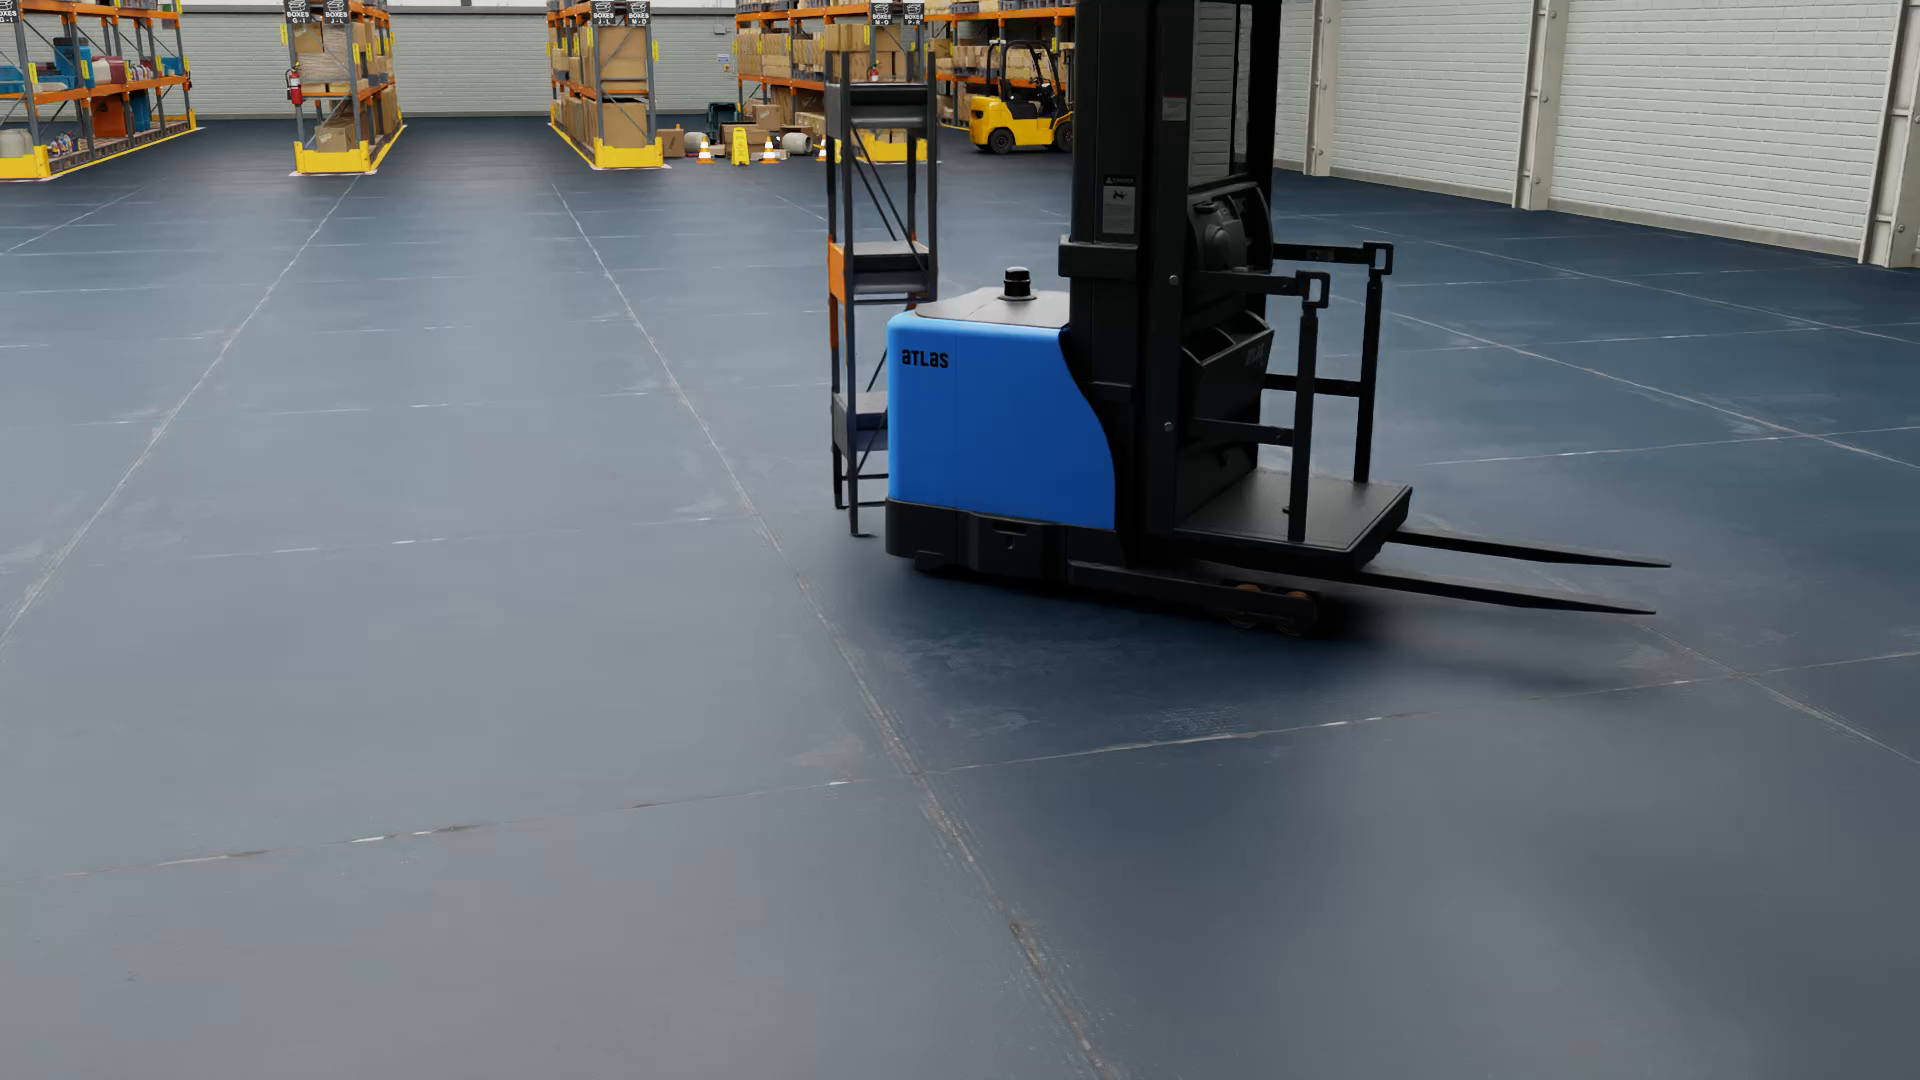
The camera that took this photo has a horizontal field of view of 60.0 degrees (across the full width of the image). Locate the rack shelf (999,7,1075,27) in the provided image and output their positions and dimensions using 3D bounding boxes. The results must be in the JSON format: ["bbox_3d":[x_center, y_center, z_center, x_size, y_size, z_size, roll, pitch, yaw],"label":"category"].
[{"bbox_3d":[1.968,-11.654,37.071,1.077,0.370,4.000,-5,17,-15],"label":"rack shelf"}]

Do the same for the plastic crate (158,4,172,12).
[{"bbox_3d":[-19.297,-12.844,40.151,0.450,0.188,0.336,-5,17,-15],"label":"plastic crate"}]

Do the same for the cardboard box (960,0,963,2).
[{"bbox_3d":[0.208,-13.459,41.363,0.380,0.149,0.250,-4,17,-14],"label":"cardboard box"}]

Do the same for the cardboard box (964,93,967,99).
[{"bbox_3d":[0.313,-11.345,42.495,0.380,0.149,0.250,-5,17,-17],"label":"cardboard box"}]

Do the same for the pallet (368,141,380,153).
[{"bbox_3d":[-11.997,-7.711,32.757,1.003,0.211,1.213,-5,17,-15],"label":"pallet"}]

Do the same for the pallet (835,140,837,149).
[{"bbox_3d":[-2.035,-8.097,34.039,1.003,0.211,1.213,-5,17,-15],"label":"pallet"}]

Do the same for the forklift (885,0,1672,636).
[{"bbox_3d":[1.237,-1.217,6.408,3.031,2.935,1.130,8,19,26],"label":"forklift"}]

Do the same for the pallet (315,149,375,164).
[{"bbox_3d":[-11.225,-6.975,30.305,1.003,0.211,1.213,-5,17,-15],"label":"pallet"}]

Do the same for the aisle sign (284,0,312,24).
[{"bbox_3d":[-10.954,-8.929,27.445,0.394,0.787,0.004,-5,17,-15],"label":"aisle sign"}]

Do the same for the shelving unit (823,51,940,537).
[{"bbox_3d":[-0.351,-1.102,7.472,0.431,2.100,0.503,-4,17,-12],"label":"shelving unit"}]

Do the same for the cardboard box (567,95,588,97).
[{"bbox_3d":[-8.525,-9.834,37.287,0.500,0.250,0.500,-5,17,-17],"label":"cardboard box"}]

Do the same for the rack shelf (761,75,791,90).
[{"bbox_3d":[-3.903,-10.930,39.876,1.077,0.370,4.000,-5,17,-15],"label":"rack shelf"}]

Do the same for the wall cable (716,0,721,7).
[{"bbox_3d":[-7.386,-17.359,49.598,0.463,3.000,0.029,-5,17,-15],"label":"wall cable"}]

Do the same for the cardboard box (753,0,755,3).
[{"bbox_3d":[-5.008,-13.618,41.891,0.380,0.149,0.250,-4,17,-14],"label":"cardboard box"}]

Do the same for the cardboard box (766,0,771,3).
[{"bbox_3d":[-4.441,-12.976,39.898,0.380,0.166,0.250,-6,18,-19],"label":"cardboard box"}]

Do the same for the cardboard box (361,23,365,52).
[{"bbox_3d":[-11.255,-9.260,30.636,0.500,0.500,0.500,-5,17,-15],"label":"cardboard box"}]

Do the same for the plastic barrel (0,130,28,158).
[{"bbox_3d":[-15.699,-6.519,27.535,0.421,0.512,0.421,0,17,0],"label":"plastic barrel"}]

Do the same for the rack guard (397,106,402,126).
[{"bbox_3d":[-15.087,-10.960,43.071,1.175,0.500,0.348,-5,17,-15],"label":"rack guard"}]

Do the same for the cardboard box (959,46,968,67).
[{"bbox_3d":[0.380,-12.176,41.868,0.700,0.500,0.500,-5,17,-15],"label":"cardboard box"}]

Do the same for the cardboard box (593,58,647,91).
[{"bbox_3d":[-6.032,-8.260,29.476,0.875,0.550,0.550,-5,17,-15],"label":"cardboard box"}]

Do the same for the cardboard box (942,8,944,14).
[{"bbox_3d":[-0.256,-13.825,43.485,0.380,0.149,0.250,-5,17,-15],"label":"cardboard box"}]

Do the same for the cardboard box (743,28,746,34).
[{"bbox_3d":[-5.529,-13.432,43.916,0.380,0.149,0.250,-5,18,-17],"label":"cardboard box"}]

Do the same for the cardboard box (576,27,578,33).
[{"bbox_3d":[-9.074,-12.222,40.497,0.500,0.500,0.500,-4,17,-14],"label":"cardboard box"}]

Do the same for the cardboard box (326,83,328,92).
[{"bbox_3d":[-11.028,-7.736,28.430,0.380,0.149,0.250,-5,17,-15],"label":"cardboard box"}]

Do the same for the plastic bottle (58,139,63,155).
[{"bbox_3d":[-15.738,-6.858,29.048,0.097,0.271,0.097,0,17,0],"label":"plastic bottle"}]

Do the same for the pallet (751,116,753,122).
[{"bbox_3d":[-4.925,-11.047,43.861,1.003,0.211,1.213,-5,17,-15],"label":"pallet"}]

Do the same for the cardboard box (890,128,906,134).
[{"bbox_3d":[-1.117,-8.003,31.628,0.500,0.500,0.500,-5,18,-17],"label":"cardboard box"}]

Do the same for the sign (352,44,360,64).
[{"bbox_3d":[-10.161,-8.183,27.974,0.100,0.325,0.005,-5,17,-15],"label":"sign"}]

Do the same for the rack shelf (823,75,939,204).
[{"bbox_3d":[-0.351,-1.760,7.275,0.431,0.518,0.480,-4,17,-12],"label":"rack shelf"}]

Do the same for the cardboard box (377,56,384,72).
[{"bbox_3d":[-13.177,-10.564,37.233,0.500,0.500,0.500,-5,17,-15],"label":"cardboard box"}]

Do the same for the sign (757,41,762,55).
[{"bbox_3d":[-4.985,-12.236,41.330,0.100,0.325,0.005,-5,17,-15],"label":"sign"}]

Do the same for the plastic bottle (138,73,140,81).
[{"bbox_3d":[-17.926,-10.102,36.215,0.097,0.201,0.097,0,17,0],"label":"plastic bottle"}]

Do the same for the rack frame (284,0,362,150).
[{"bbox_3d":[-10.683,-7.725,27.955,1.000,3.000,0.127,-5,17,-15],"label":"rack frame"}]

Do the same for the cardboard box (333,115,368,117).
[{"bbox_3d":[-12.043,-8.150,32.950,0.700,0.500,0.500,-5,17,-16],"label":"cardboard box"}]

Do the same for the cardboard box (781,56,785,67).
[{"bbox_3d":[-3.875,-11.144,38.730,0.500,0.250,0.500,-5,17,-17],"label":"cardboard box"}]

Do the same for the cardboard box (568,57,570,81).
[{"bbox_3d":[-8.221,-10.204,36.036,0.500,0.500,0.500,-5,17,-15],"label":"cardboard box"}]

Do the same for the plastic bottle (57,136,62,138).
[{"bbox_3d":[-16.173,-7.119,29.908,0.152,0.276,0.135,-5,17,-15],"label":"plastic bottle"}]

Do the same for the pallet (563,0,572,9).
[{"bbox_3d":[-7.857,-11.474,35.551,1.213,0.211,1.003,-4,17,-13],"label":"pallet"}]

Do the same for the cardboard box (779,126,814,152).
[{"bbox_3d":[-3.268,-8.015,33.262,0.500,0.500,0.500,7,18,23],"label":"cardboard box"}]

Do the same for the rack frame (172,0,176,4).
[{"bbox_3d":[-19.842,-14.632,40.522,1.000,3.000,0.127,-5,17,-15],"label":"rack frame"}]

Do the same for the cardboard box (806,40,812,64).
[{"bbox_3d":[-3.019,-10.541,35.910,0.500,0.500,0.500,-5,18,-17],"label":"cardboard box"}]

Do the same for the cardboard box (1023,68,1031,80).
[{"bbox_3d":[1.728,-10.476,37.374,0.500,0.250,0.500,-4,17,-13],"label":"cardboard box"}]

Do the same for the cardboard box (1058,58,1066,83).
[{"bbox_3d":[2.389,-9.913,35.065,0.500,0.500,0.500,-5,17,-17],"label":"cardboard box"}]

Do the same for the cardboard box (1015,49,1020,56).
[{"bbox_3d":[1.477,-11.148,38.049,0.380,0.149,0.250,-4,17,-15],"label":"cardboard box"}]

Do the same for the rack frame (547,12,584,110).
[{"bbox_3d":[-10.283,-12.515,43.901,1.000,3.000,0.127,-5,17,-15],"label":"rack frame"}]

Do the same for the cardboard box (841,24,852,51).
[{"bbox_3d":[-1.876,-9.575,31.686,0.700,0.500,0.500,-5,17,-16],"label":"cardboard box"}]

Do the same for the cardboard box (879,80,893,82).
[{"bbox_3d":[-1.463,-8.475,30.888,0.380,0.149,0.250,-4,17,-13],"label":"cardboard box"}]

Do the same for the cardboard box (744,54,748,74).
[{"bbox_3d":[-5.407,-12.547,43.834,0.500,0.500,0.500,-5,17,-16],"label":"cardboard box"}]

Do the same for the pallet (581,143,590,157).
[{"bbox_3d":[-6.852,-7.644,32.532,1.003,0.211,1.213,-5,17,-15],"label":"pallet"}]

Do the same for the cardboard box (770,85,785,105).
[{"bbox_3d":[-4.205,-10.846,41.309,0.875,0.875,0.875,-4,17,-14],"label":"cardboard box"}]
